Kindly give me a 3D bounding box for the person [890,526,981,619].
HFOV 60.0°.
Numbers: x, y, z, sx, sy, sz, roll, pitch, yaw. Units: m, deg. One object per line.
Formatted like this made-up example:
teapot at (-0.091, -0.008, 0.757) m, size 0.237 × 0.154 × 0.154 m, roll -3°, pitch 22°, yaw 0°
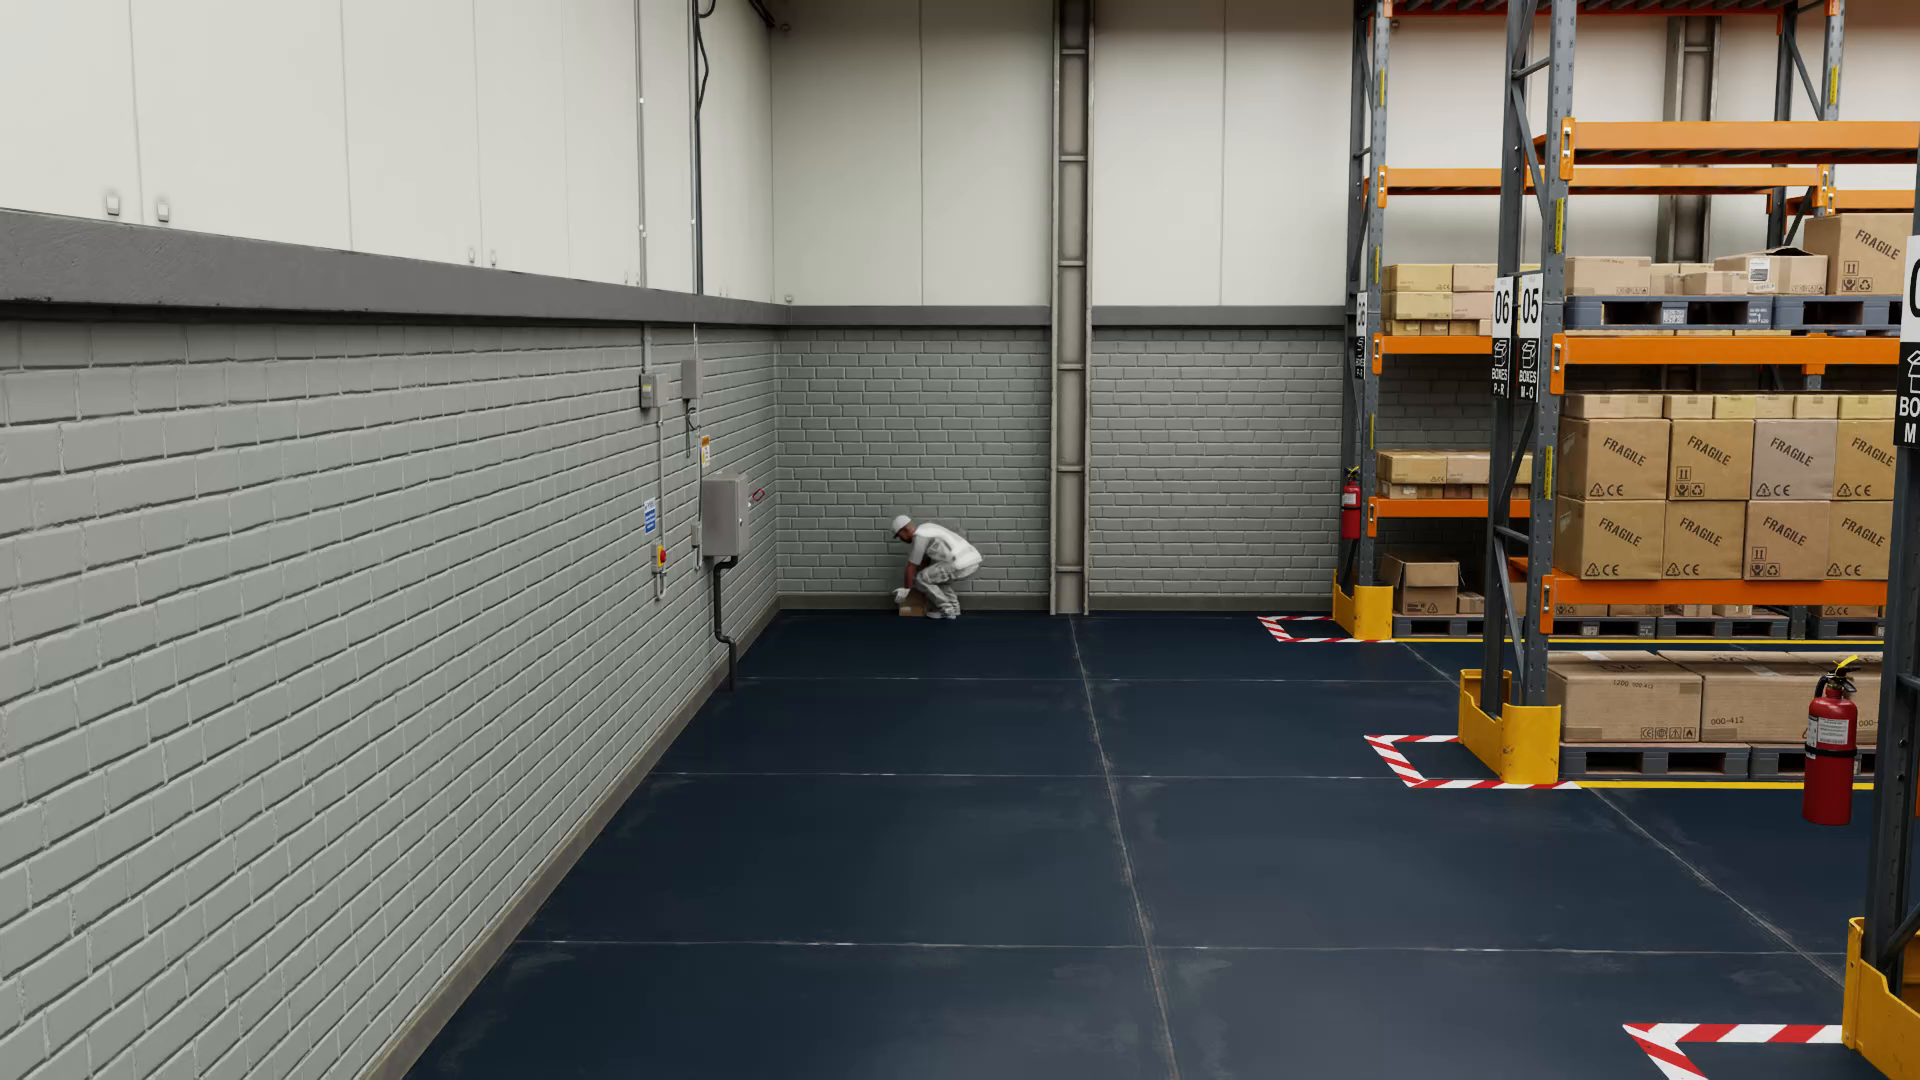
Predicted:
person at (-0.264, 0.319, 16.669) m, size 0.903 × 0.912 × 0.568 m, roll 3°, pitch 8°, yaw 20°
